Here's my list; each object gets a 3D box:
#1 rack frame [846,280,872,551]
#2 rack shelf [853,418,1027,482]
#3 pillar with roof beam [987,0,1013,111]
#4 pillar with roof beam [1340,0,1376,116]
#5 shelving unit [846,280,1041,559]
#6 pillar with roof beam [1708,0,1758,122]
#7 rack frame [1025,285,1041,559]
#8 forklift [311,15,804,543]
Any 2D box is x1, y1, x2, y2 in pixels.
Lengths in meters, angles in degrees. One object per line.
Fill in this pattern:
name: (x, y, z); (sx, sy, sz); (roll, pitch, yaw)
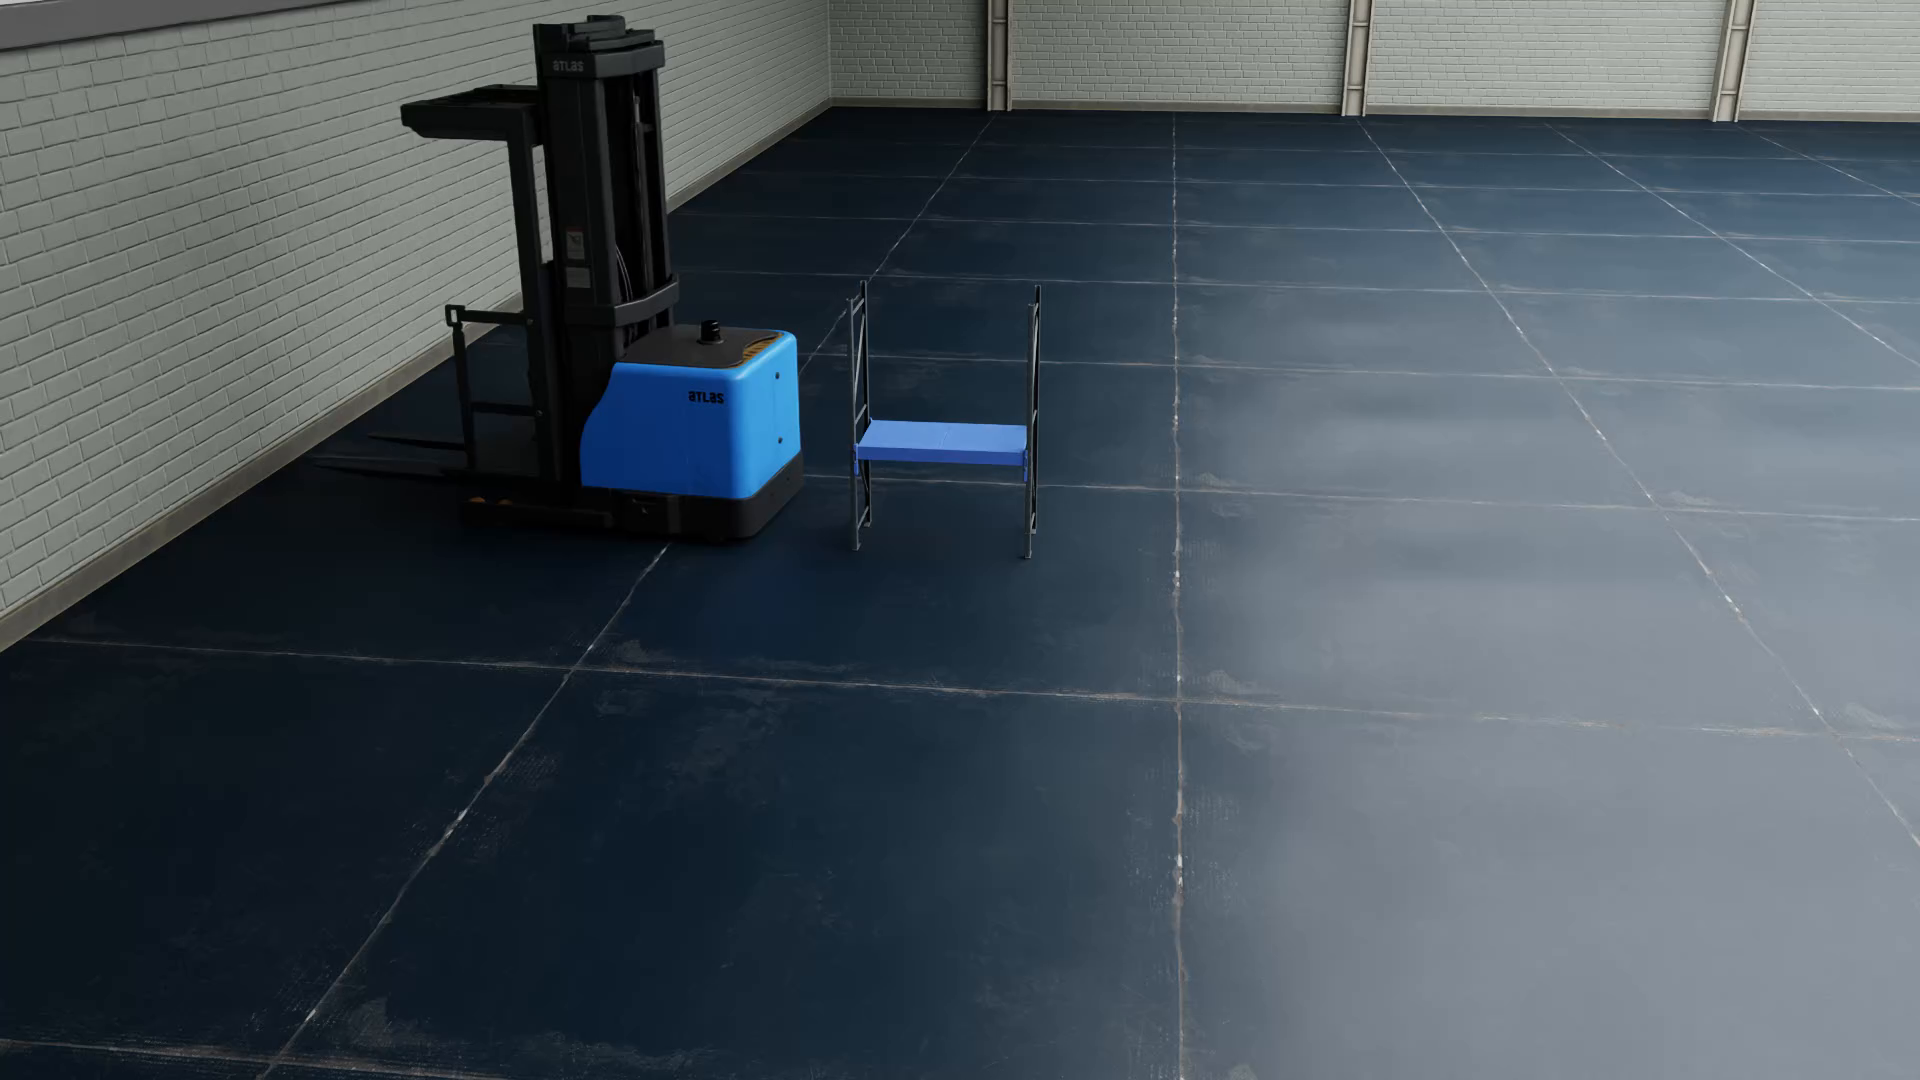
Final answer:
rack frame: (-0.590, -0.723, 9.729); (0.032, 1.500, 0.500); (2, 22, 6)
rack shelf: (-0.085, -0.534, 9.740); (1.000, 0.185, 0.538); (2, 22, 6)
pillar with roof beam: (0.177, -10.068, 23.168); (0.400, 9.000, 9.100); (2, 22, 6)
pillar with roof beam: (6.135, -9.809, 22.511); (0.400, 9.000, 9.100); (2, 22, 6)
shelving unit: (-0.085, -0.701, 9.673); (1.048, 1.500, 0.538); (2, 22, 6)
pillar with roof beam: (12.093, -9.549, 21.854); (0.400, 9.000, 9.100); (2, 22, 6)
rack frame: (0.420, -0.679, 9.618); (0.032, 1.500, 0.500); (2, 22, 6)
forklift: (-2.571, -1.620, 10.051); (3.031, 2.935, 1.130); (5, 22, 13)
